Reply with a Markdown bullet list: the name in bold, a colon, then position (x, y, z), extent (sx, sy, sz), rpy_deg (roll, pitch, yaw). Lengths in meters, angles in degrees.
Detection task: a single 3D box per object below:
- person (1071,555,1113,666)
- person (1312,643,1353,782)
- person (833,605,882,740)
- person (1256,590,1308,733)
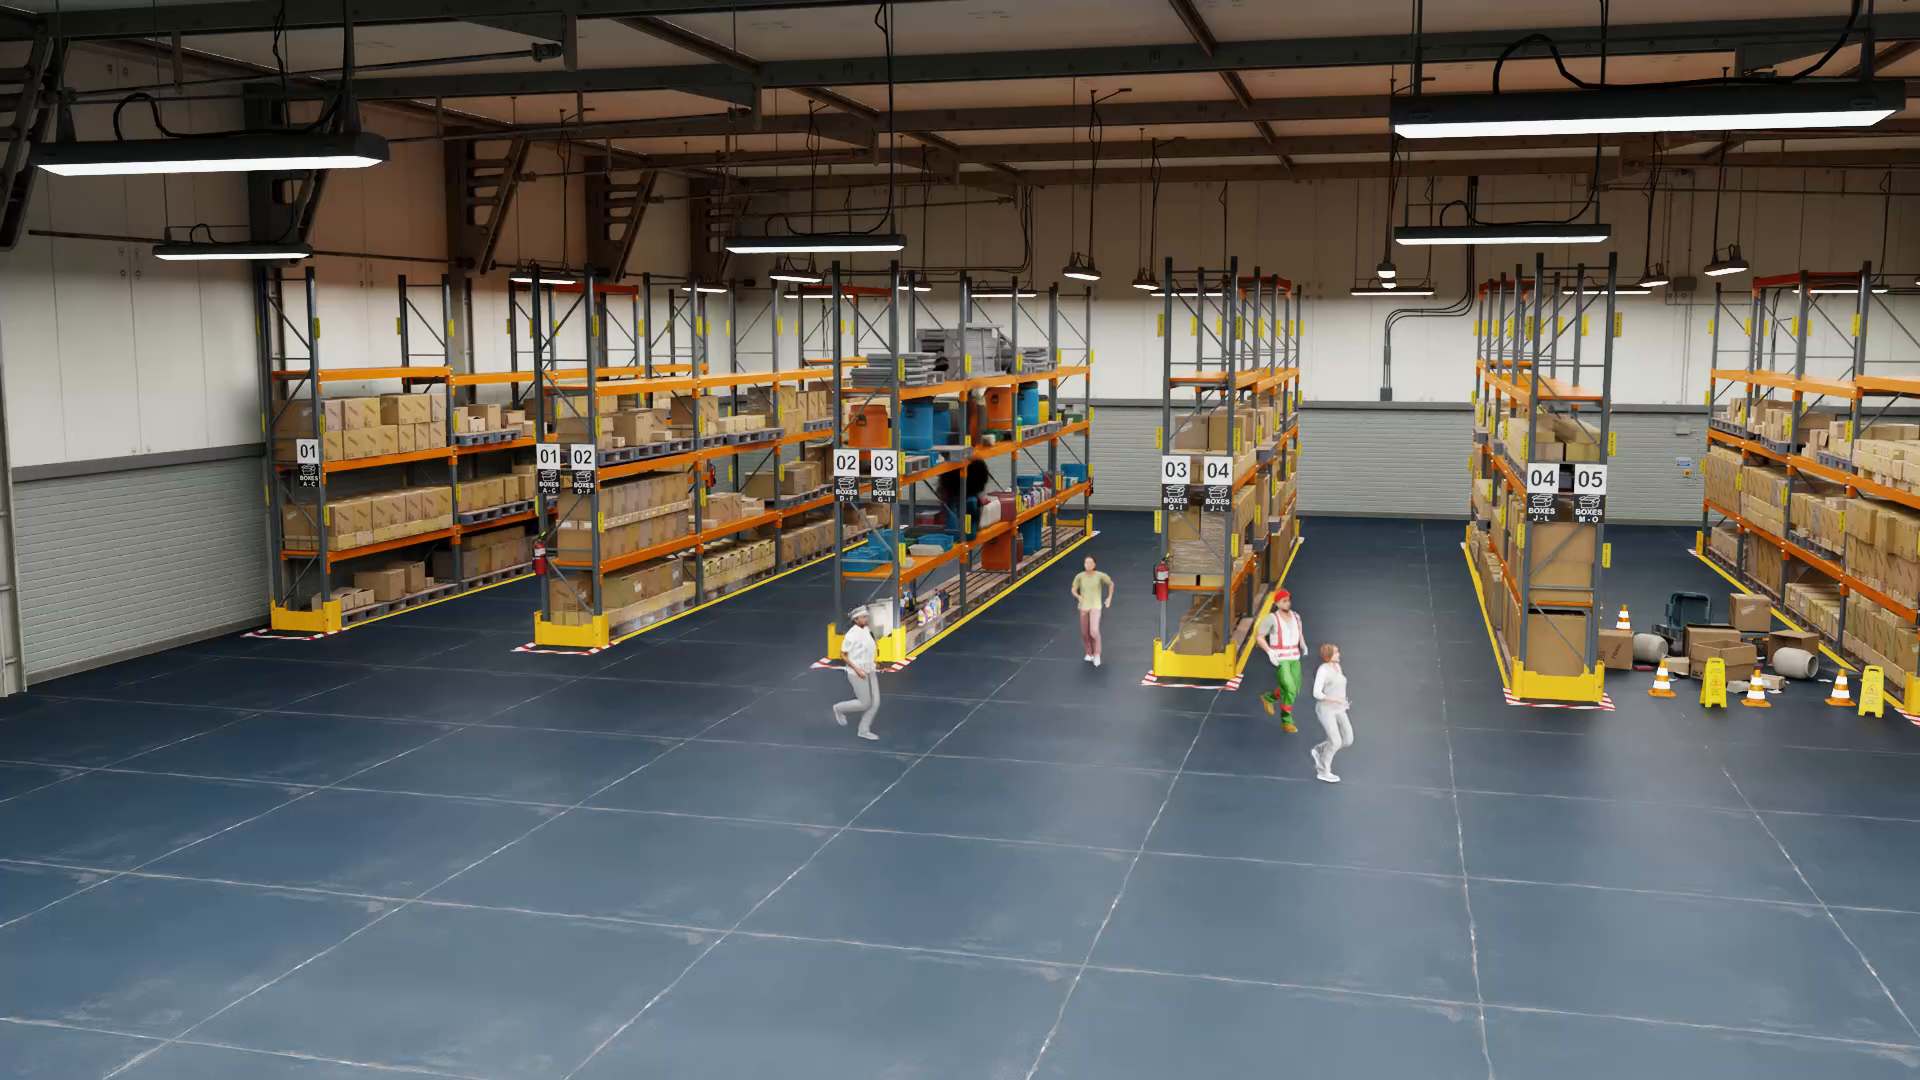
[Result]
- **person**: position (1.949, 1.063, 24.760), extent (0.605, 1.658, 0.647), rpy_deg (2, 7, 15)
- **person**: position (4.119, 1.907, 18.397), extent (0.552, 1.553, 0.530), rpy_deg (7, 10, 42)
- **person**: position (-1.250, 1.611, 20.402), extent (0.589, 1.662, 0.575), rpy_deg (4, 8, 30)
- **person**: position (4.051, 1.500, 20.873), extent (0.650, 1.765, 0.660), rpy_deg (-4, 8, -28)
